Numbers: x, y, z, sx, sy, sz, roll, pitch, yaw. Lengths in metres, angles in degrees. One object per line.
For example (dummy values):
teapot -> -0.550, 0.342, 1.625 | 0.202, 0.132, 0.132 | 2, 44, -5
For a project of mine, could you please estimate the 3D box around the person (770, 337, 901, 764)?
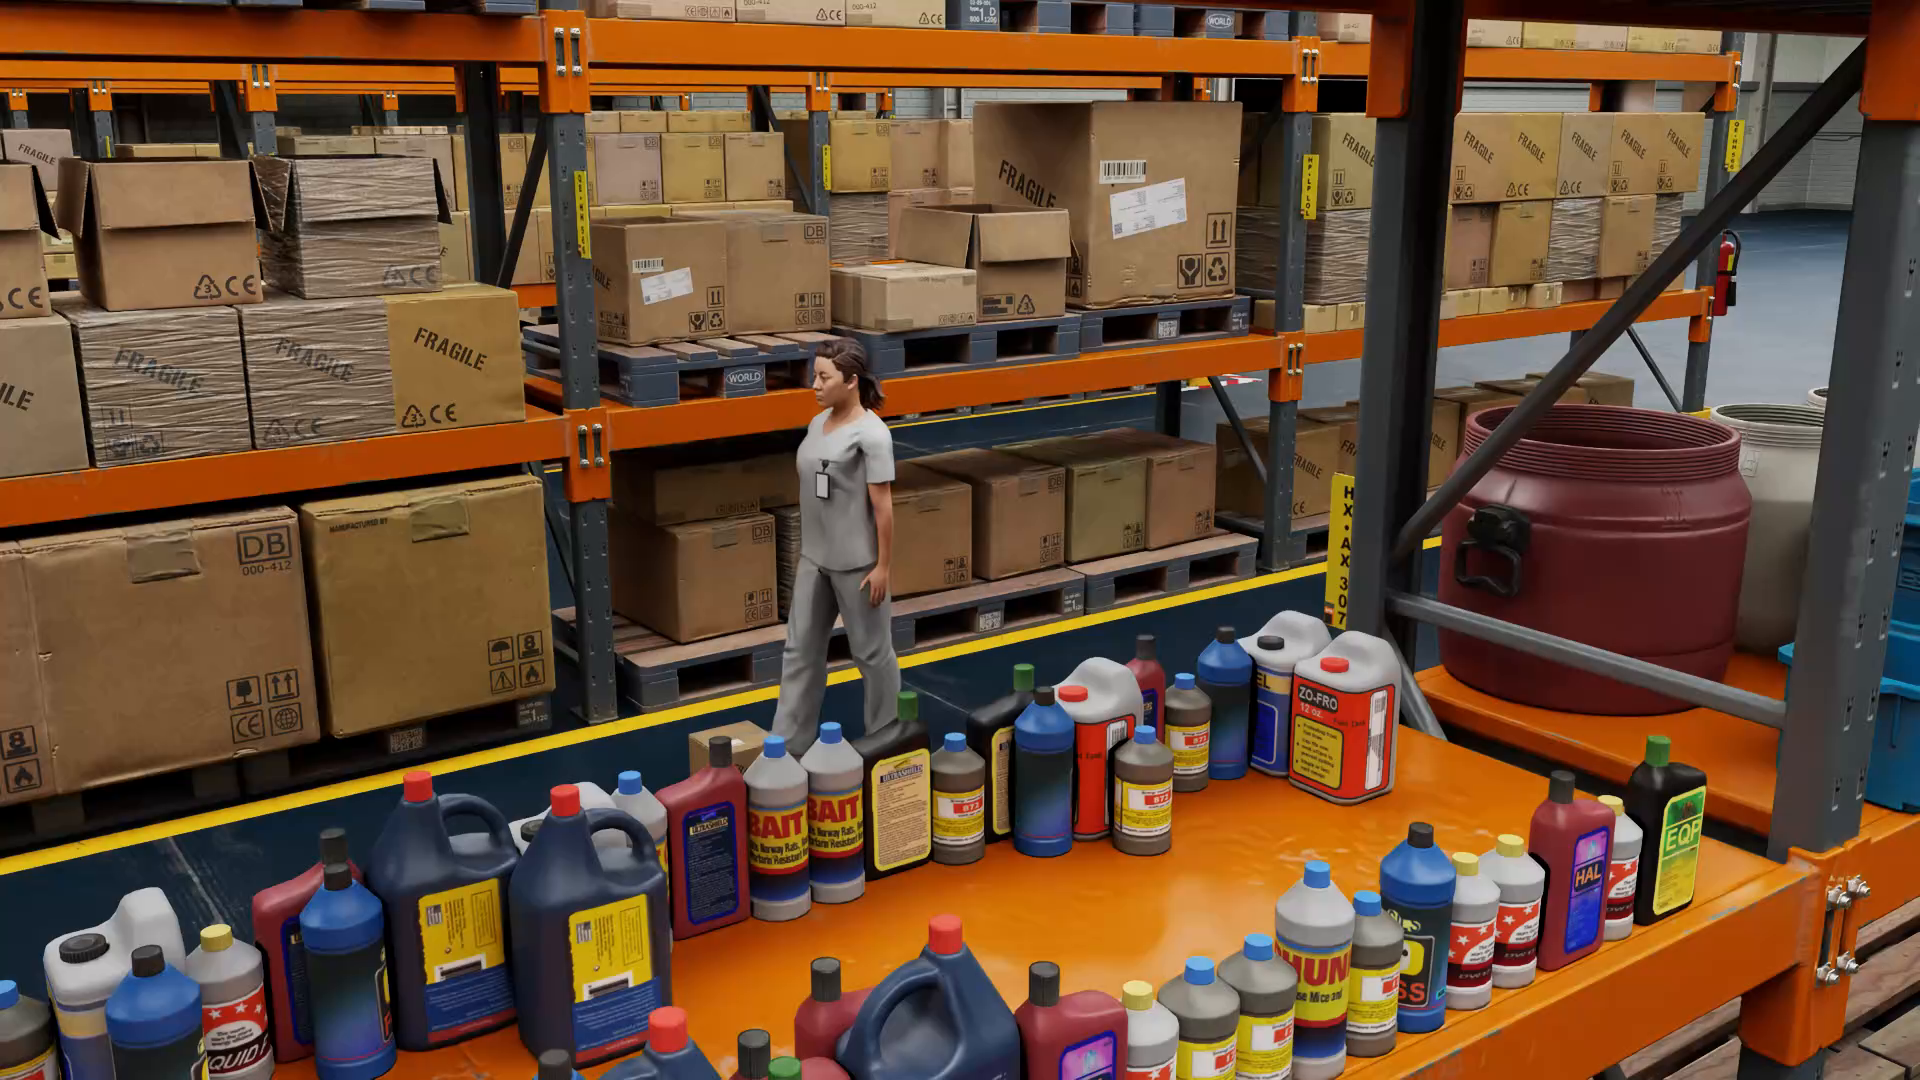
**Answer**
person -> -0.497, 0.088, 6.150 | 0.663, 1.662, 0.462 | -13, 19, -40
